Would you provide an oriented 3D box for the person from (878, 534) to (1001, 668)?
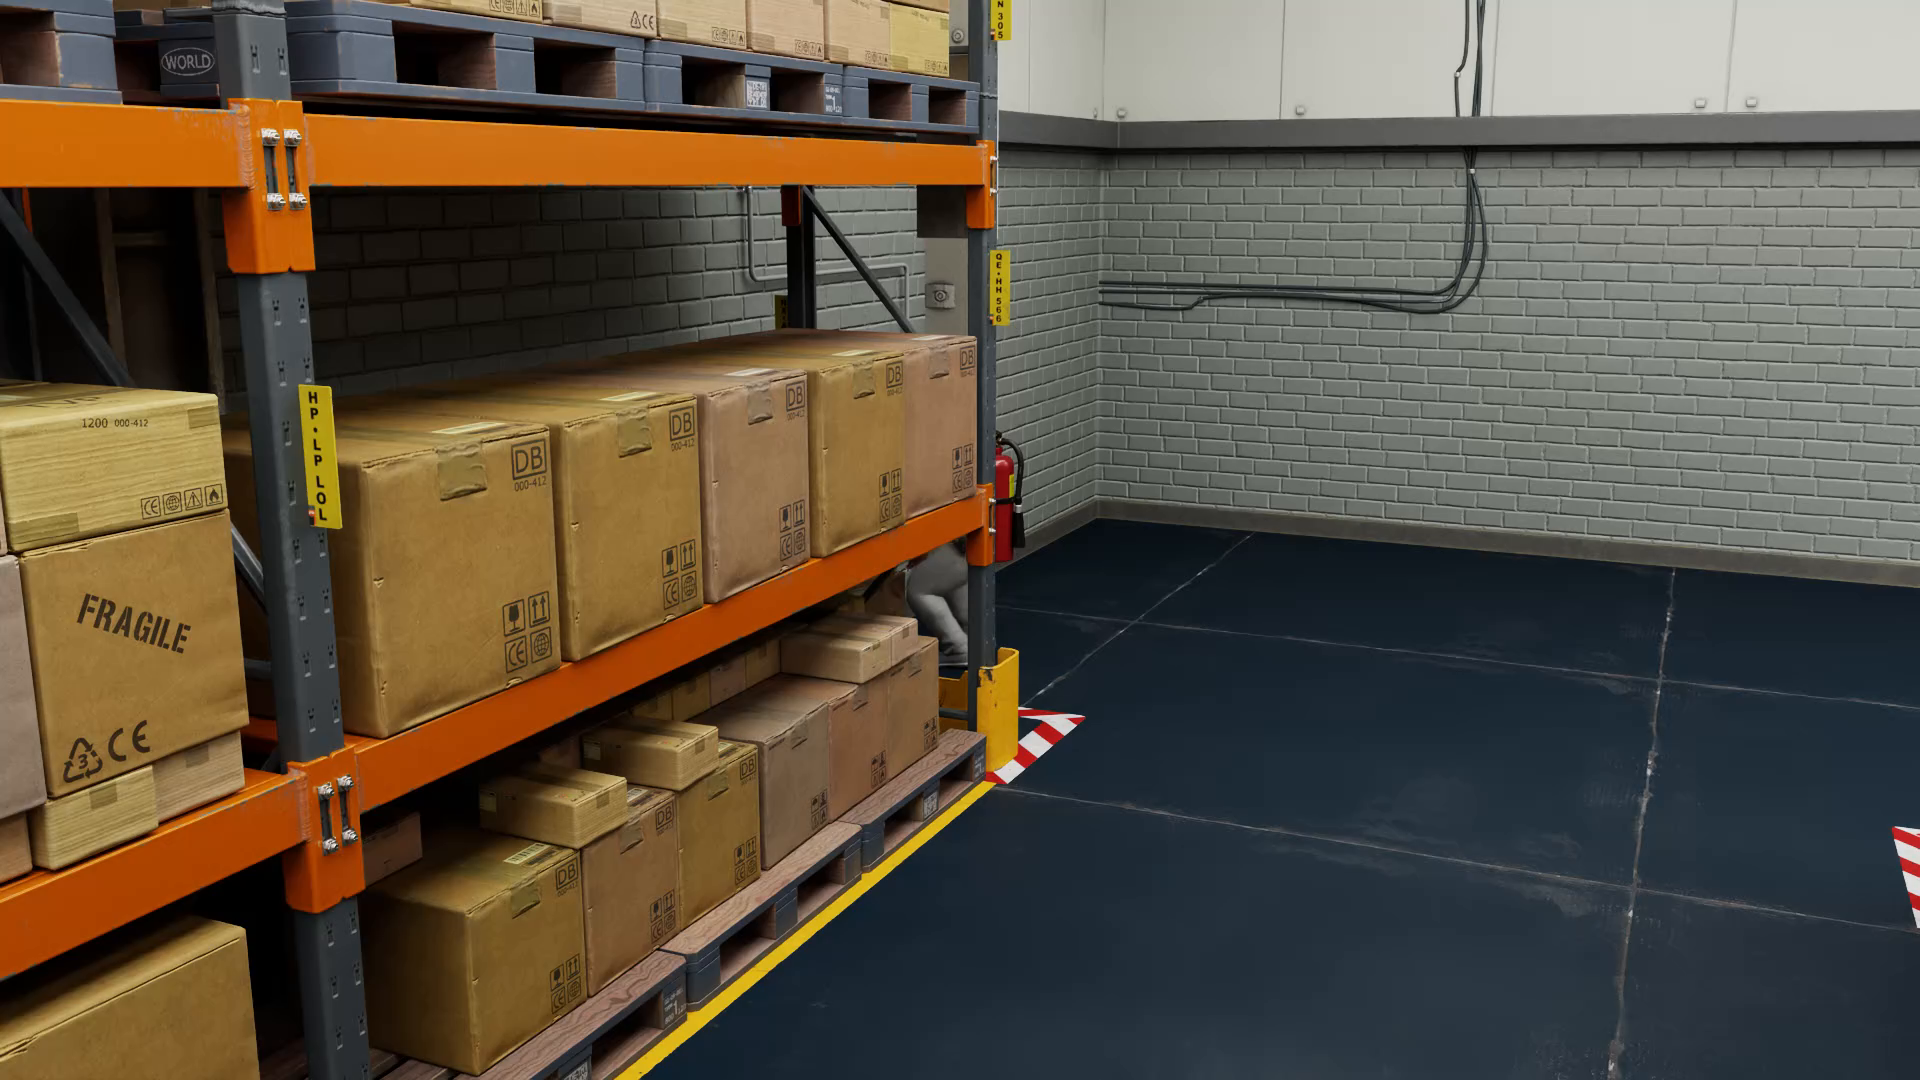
[{"bbox_3d":[-0.102,0.008,9.309,0.824,1.383,0.590,5,13,24],"label":"person"}]
